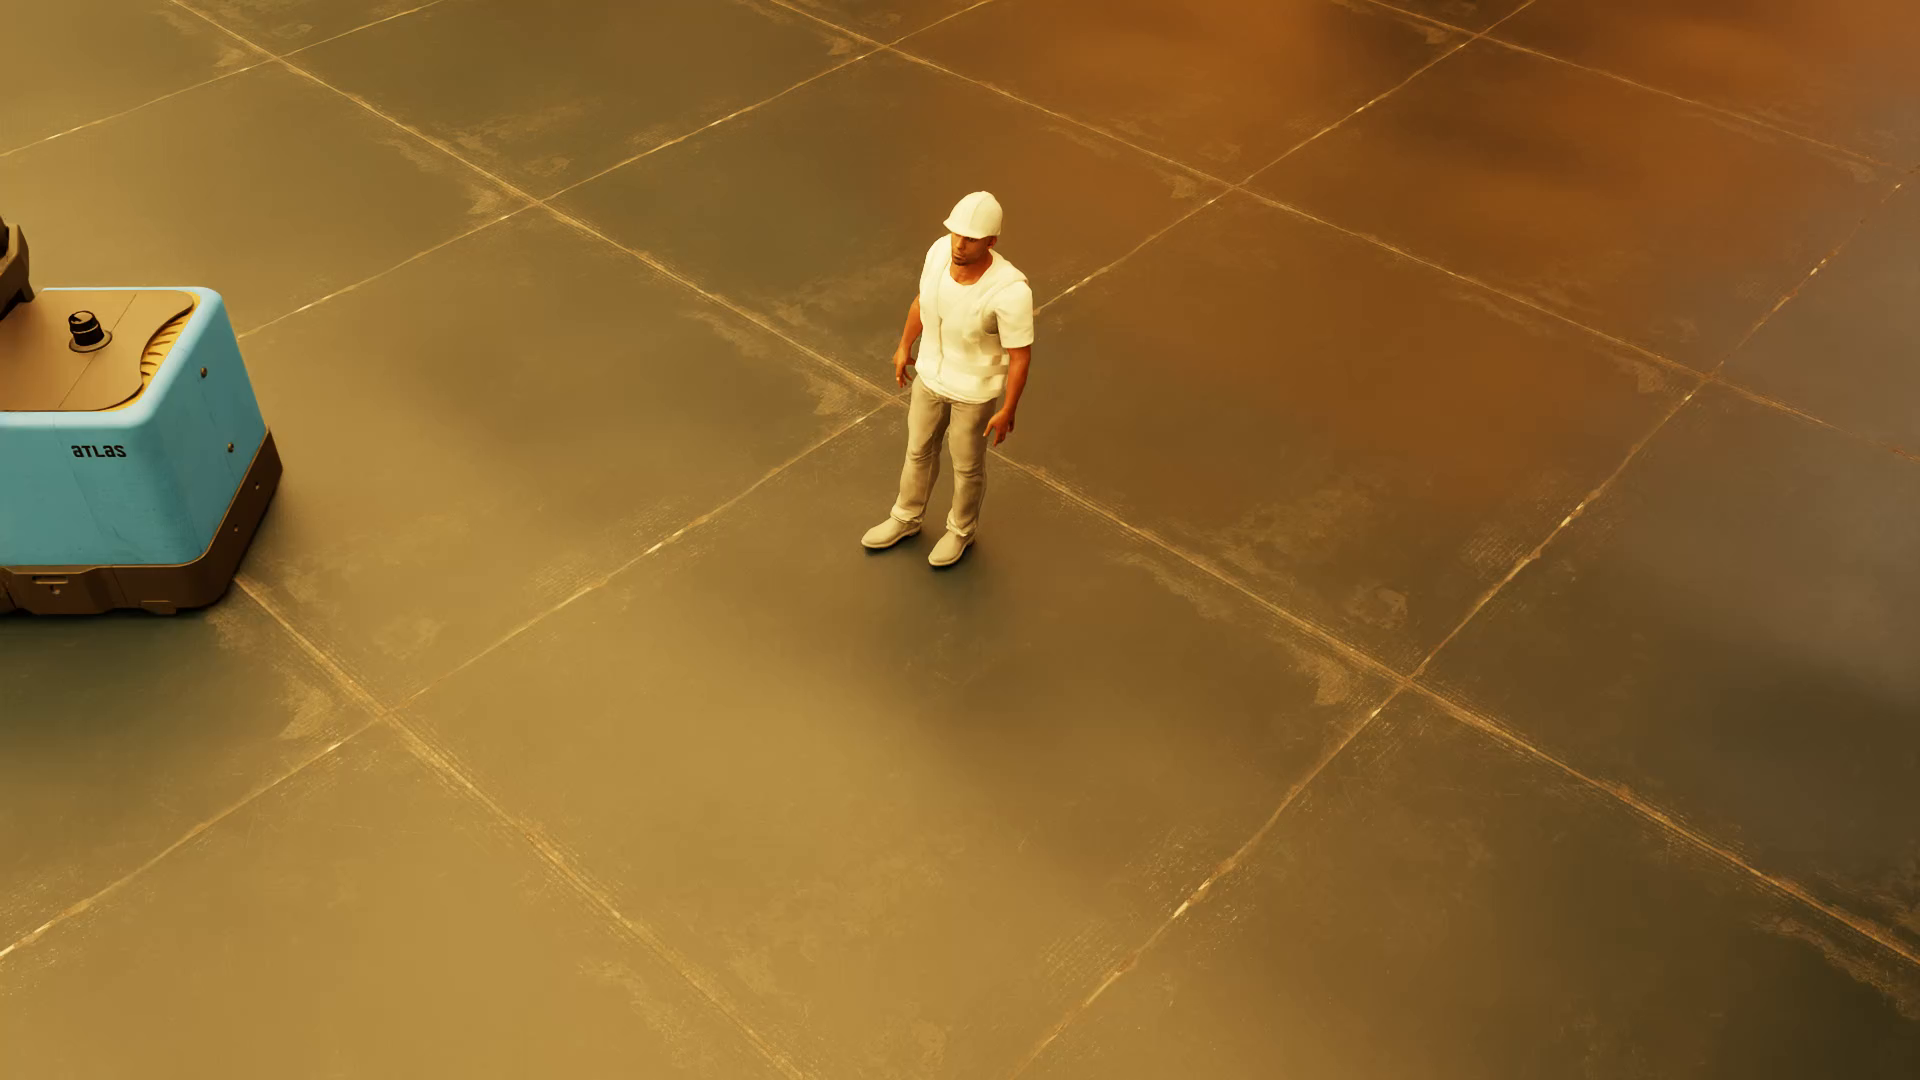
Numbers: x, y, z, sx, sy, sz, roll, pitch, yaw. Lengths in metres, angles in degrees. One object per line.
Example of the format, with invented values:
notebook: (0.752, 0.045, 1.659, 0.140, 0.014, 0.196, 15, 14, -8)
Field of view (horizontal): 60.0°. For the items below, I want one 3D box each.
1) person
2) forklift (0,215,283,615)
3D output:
person: (-0.051, -0.644, 7.063, 0.666, 1.768, 0.575, 31, 49, 31)
forklift: (-4.749, -1.097, 6.707, 3.031, 2.935, 1.130, 0, 41, 0)
